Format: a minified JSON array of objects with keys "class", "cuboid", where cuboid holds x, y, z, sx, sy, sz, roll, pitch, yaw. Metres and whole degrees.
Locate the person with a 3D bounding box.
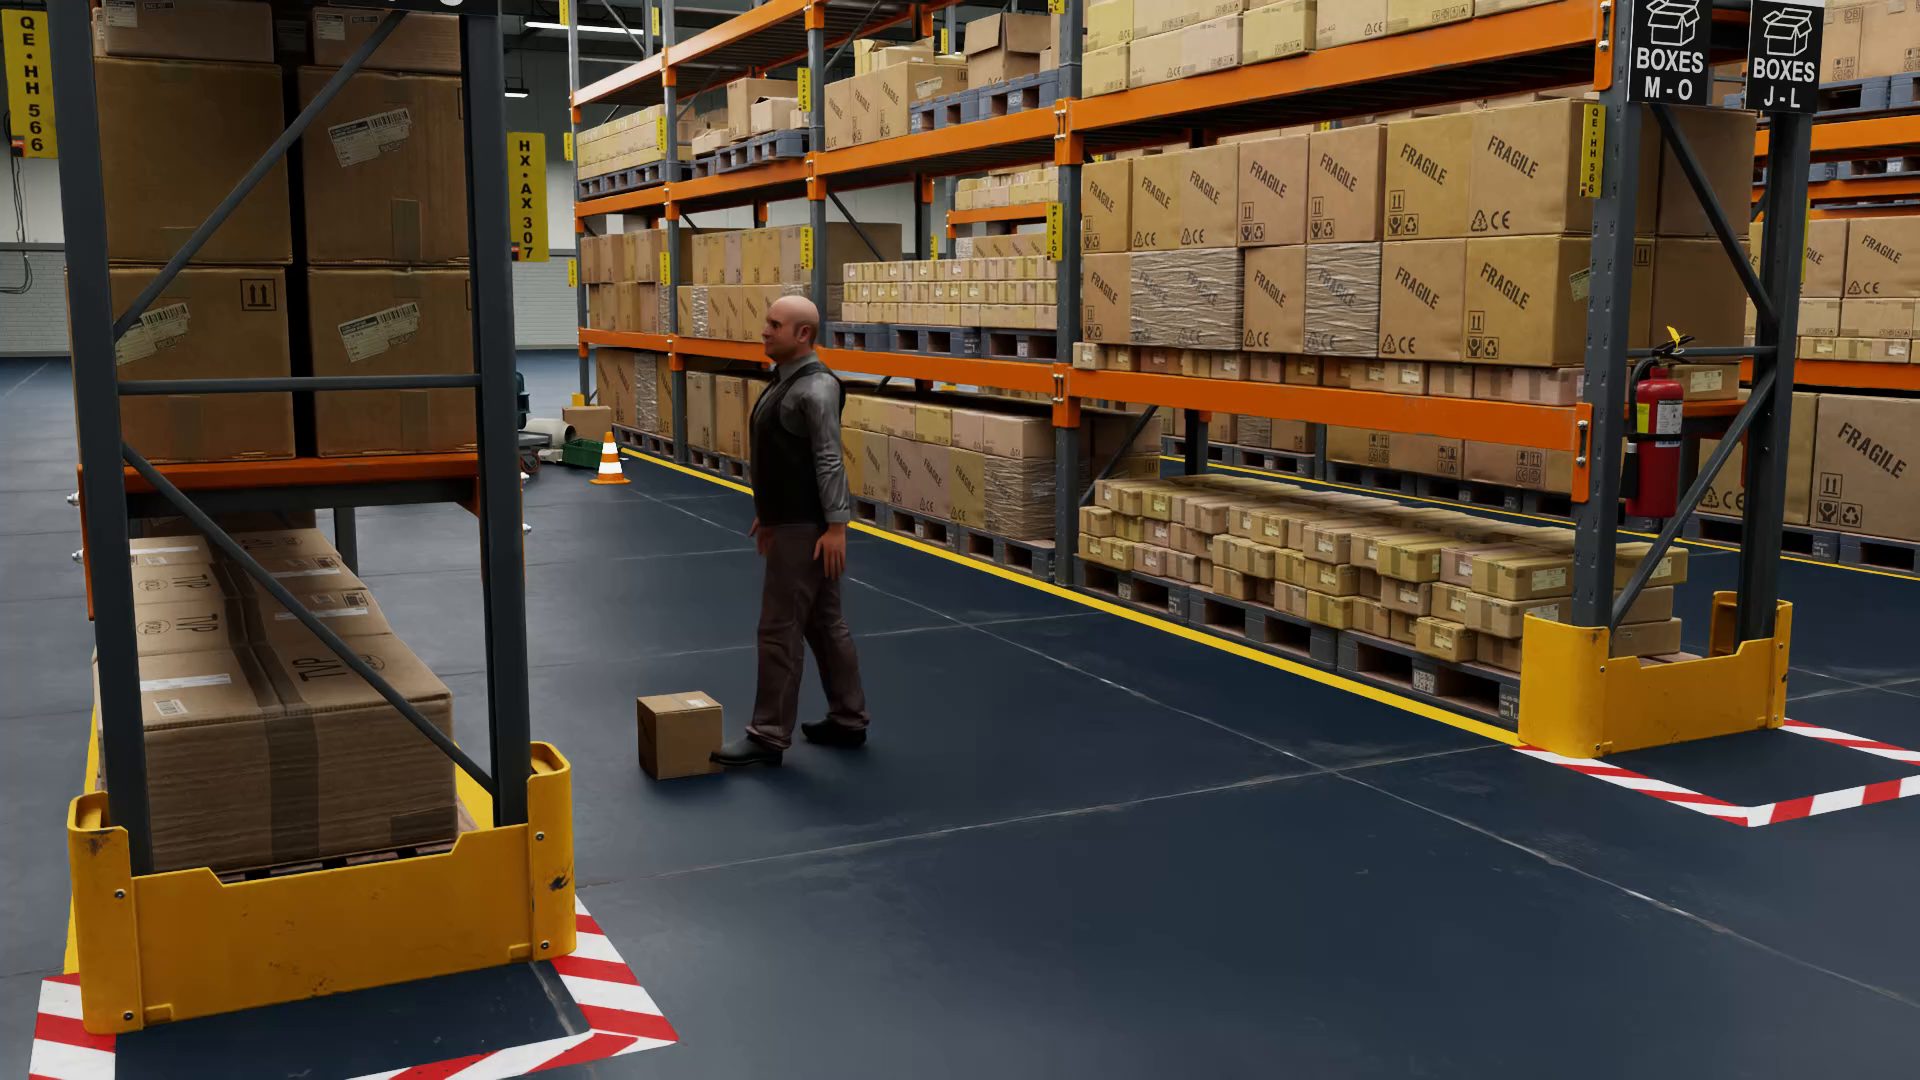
[{"class":"person","cuboid":[-0.660,-0.003,6.220,0.636,1.629,0.549,-1,9,-10]}]
